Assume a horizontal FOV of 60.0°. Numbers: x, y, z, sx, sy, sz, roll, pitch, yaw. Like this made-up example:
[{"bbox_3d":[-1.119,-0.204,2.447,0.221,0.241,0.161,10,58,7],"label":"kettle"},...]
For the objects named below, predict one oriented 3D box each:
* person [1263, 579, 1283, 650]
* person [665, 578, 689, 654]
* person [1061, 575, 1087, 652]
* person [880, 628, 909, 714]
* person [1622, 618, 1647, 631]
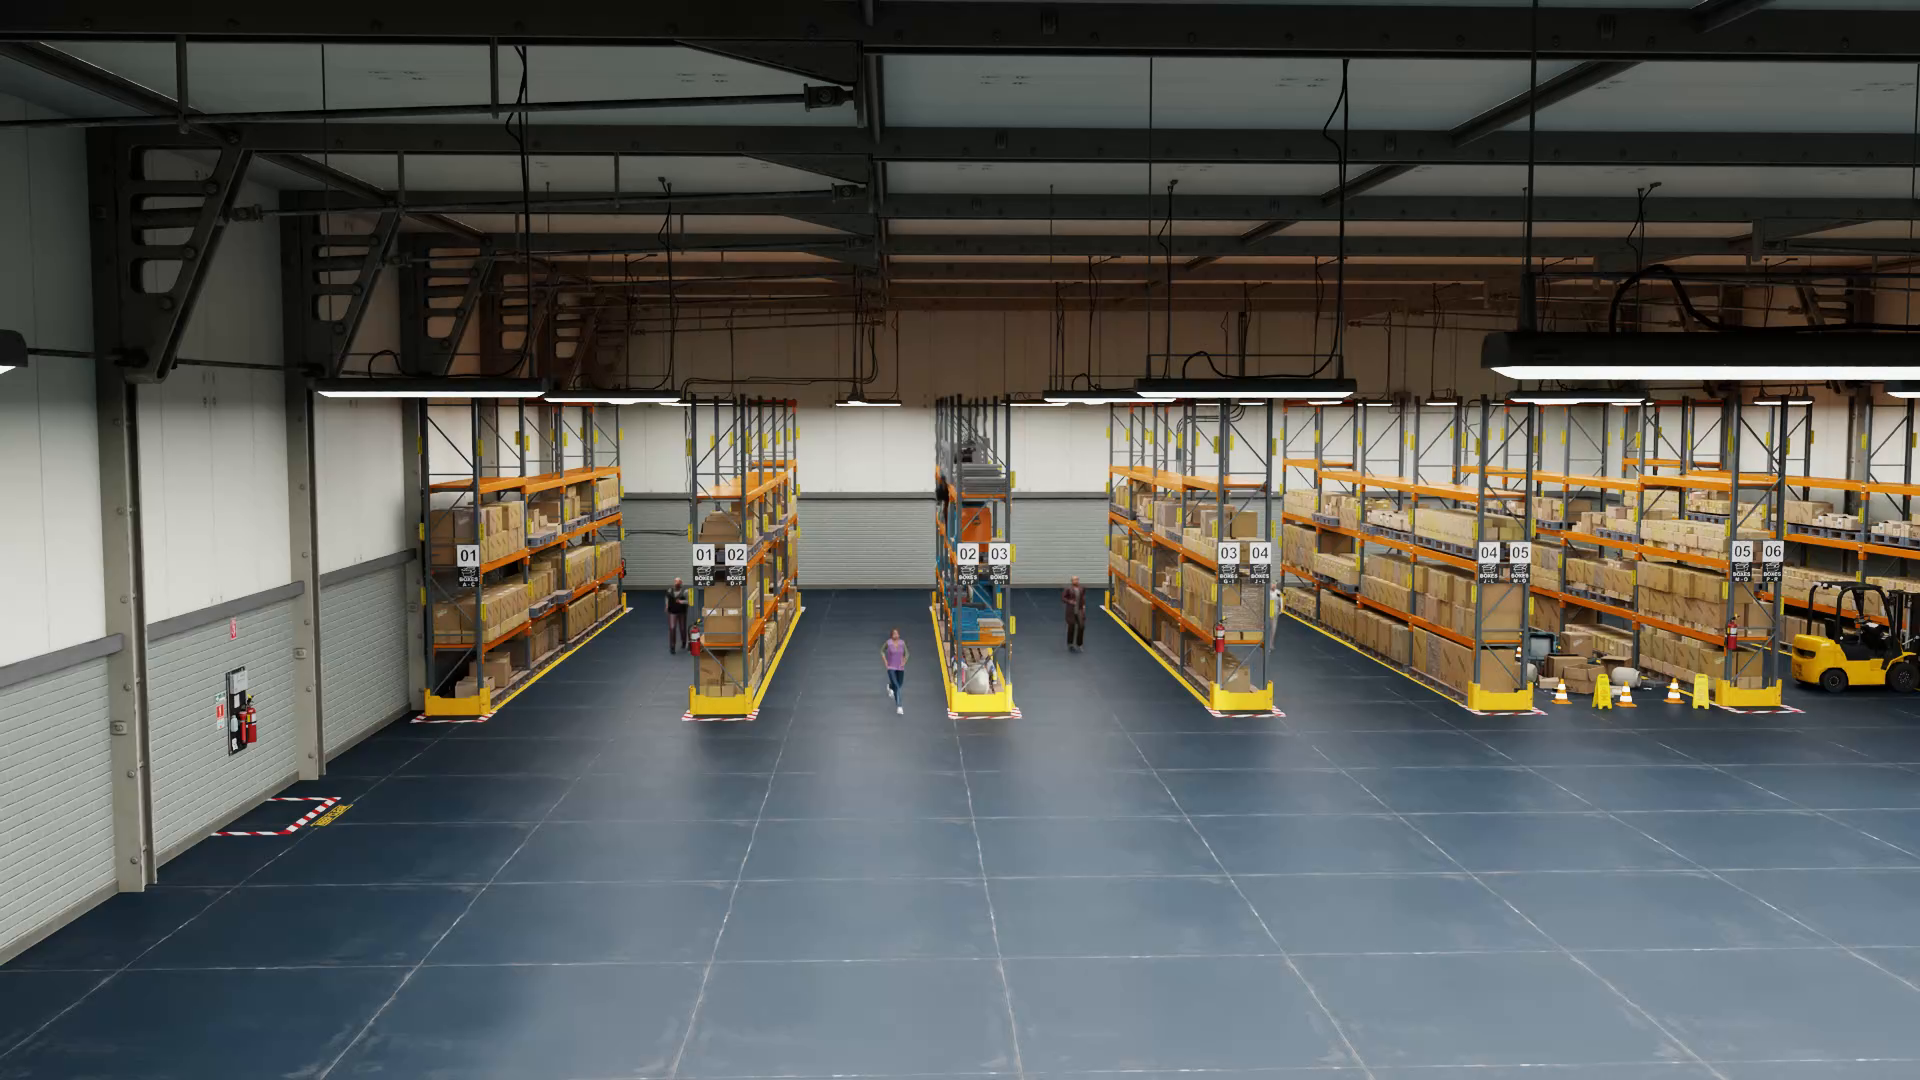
[{"bbox_3d":[7.473,1.756,39.980,0.642,1.683,0.844,-1,5,-7],"label":"person"},{"bbox_3d":[-6.643,1.755,39.159,0.645,1.734,0.904,0,4,-1],"label":"person"},{"bbox_3d":[2.709,1.745,39.430,0.689,1.827,0.832,-1,5,-11],"label":"person"},{"bbox_3d":[-1.237,2.467,31.654,0.511,1.595,0.987,-2,5,-21],"label":"person"},{"bbox_3d":[16.753,1.652,41.312,0.547,1.703,1.070,0,5,-6],"label":"person"}]
